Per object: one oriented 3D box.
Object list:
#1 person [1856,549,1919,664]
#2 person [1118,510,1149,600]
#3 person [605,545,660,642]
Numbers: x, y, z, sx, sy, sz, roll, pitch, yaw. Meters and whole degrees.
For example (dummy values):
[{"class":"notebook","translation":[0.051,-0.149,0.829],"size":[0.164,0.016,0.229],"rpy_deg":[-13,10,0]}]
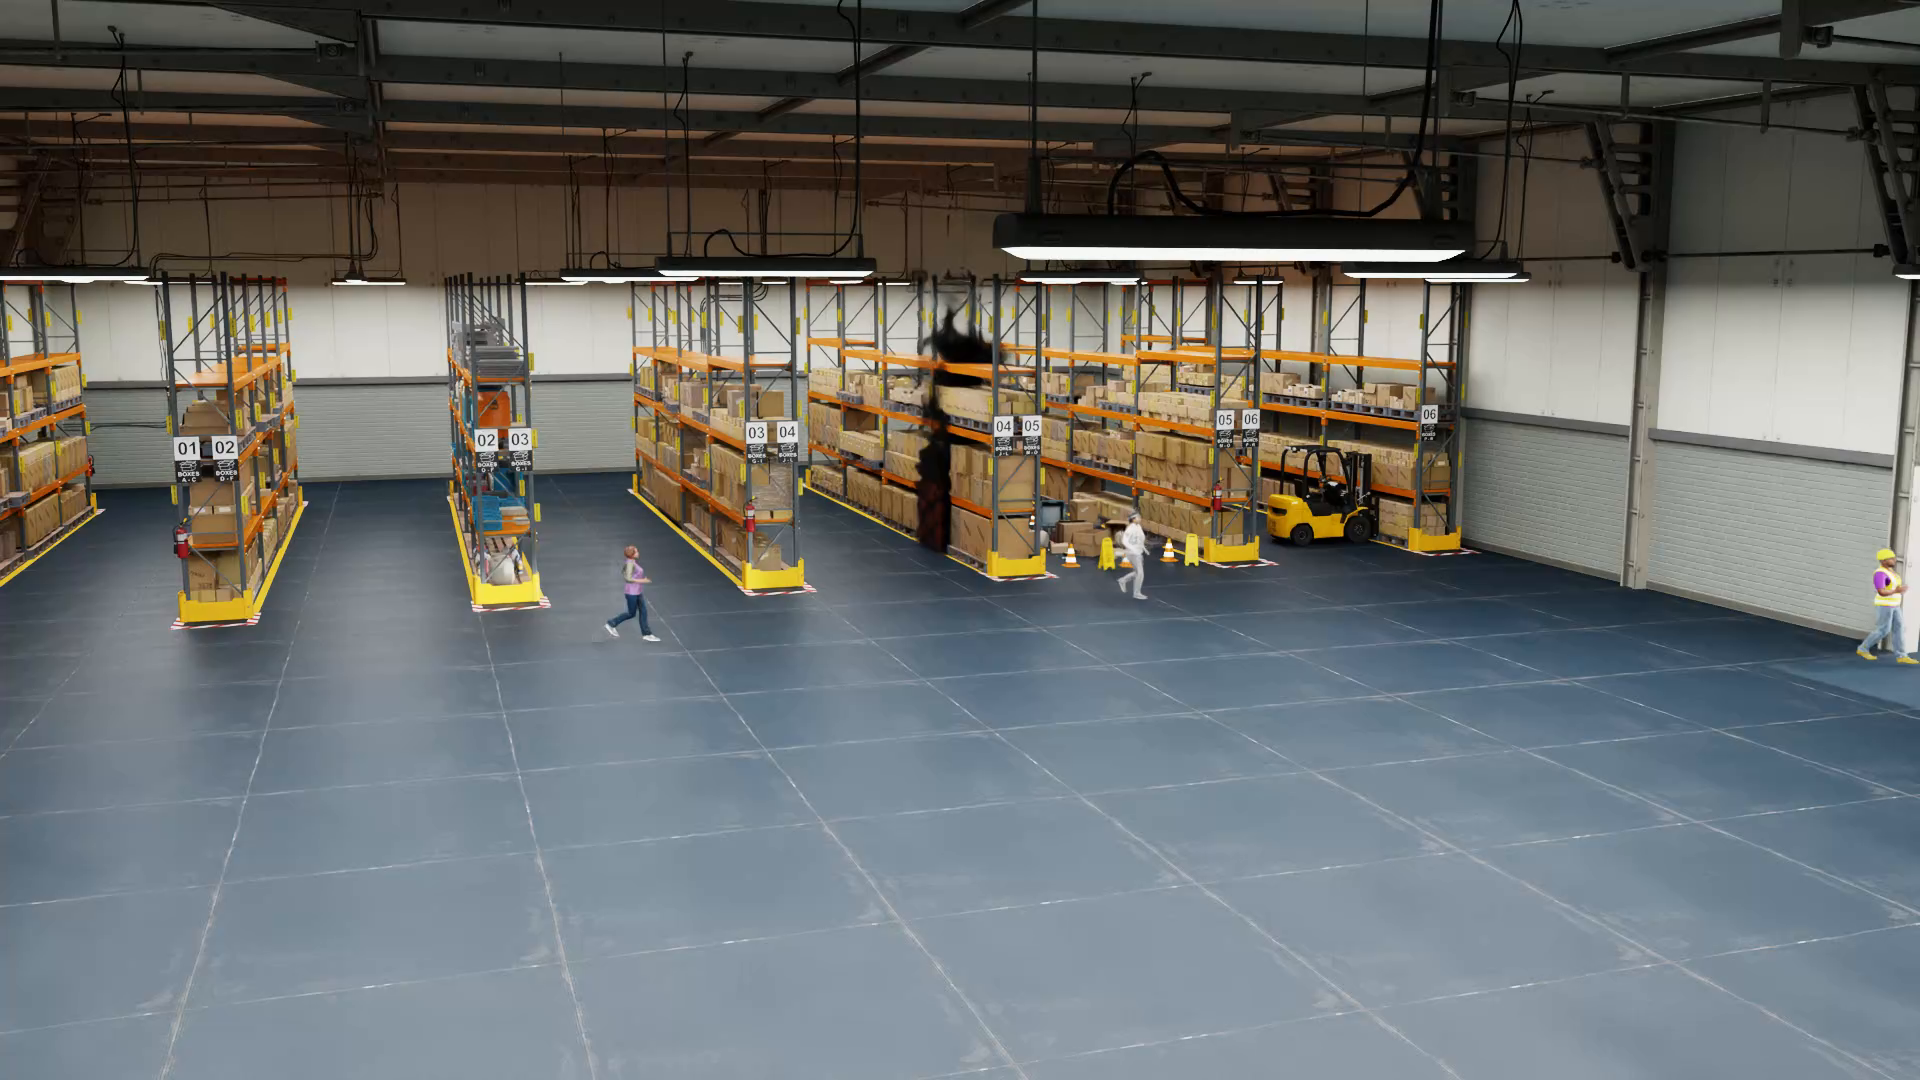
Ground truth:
[{"class":"person","translation":[14.251,1.017,25.416],"size":[0.697,1.742,0.848],"rpy_deg":[-8,12,-43]},{"class":"person","translation":[3.197,0.262,30.858],"size":[0.611,1.662,0.641],"rpy_deg":[5,10,29]},{"class":"person","translation":[-5.327,0.873,26.977],"size":[0.872,1.593,0.540],"rpy_deg":[0,9,0]}]
